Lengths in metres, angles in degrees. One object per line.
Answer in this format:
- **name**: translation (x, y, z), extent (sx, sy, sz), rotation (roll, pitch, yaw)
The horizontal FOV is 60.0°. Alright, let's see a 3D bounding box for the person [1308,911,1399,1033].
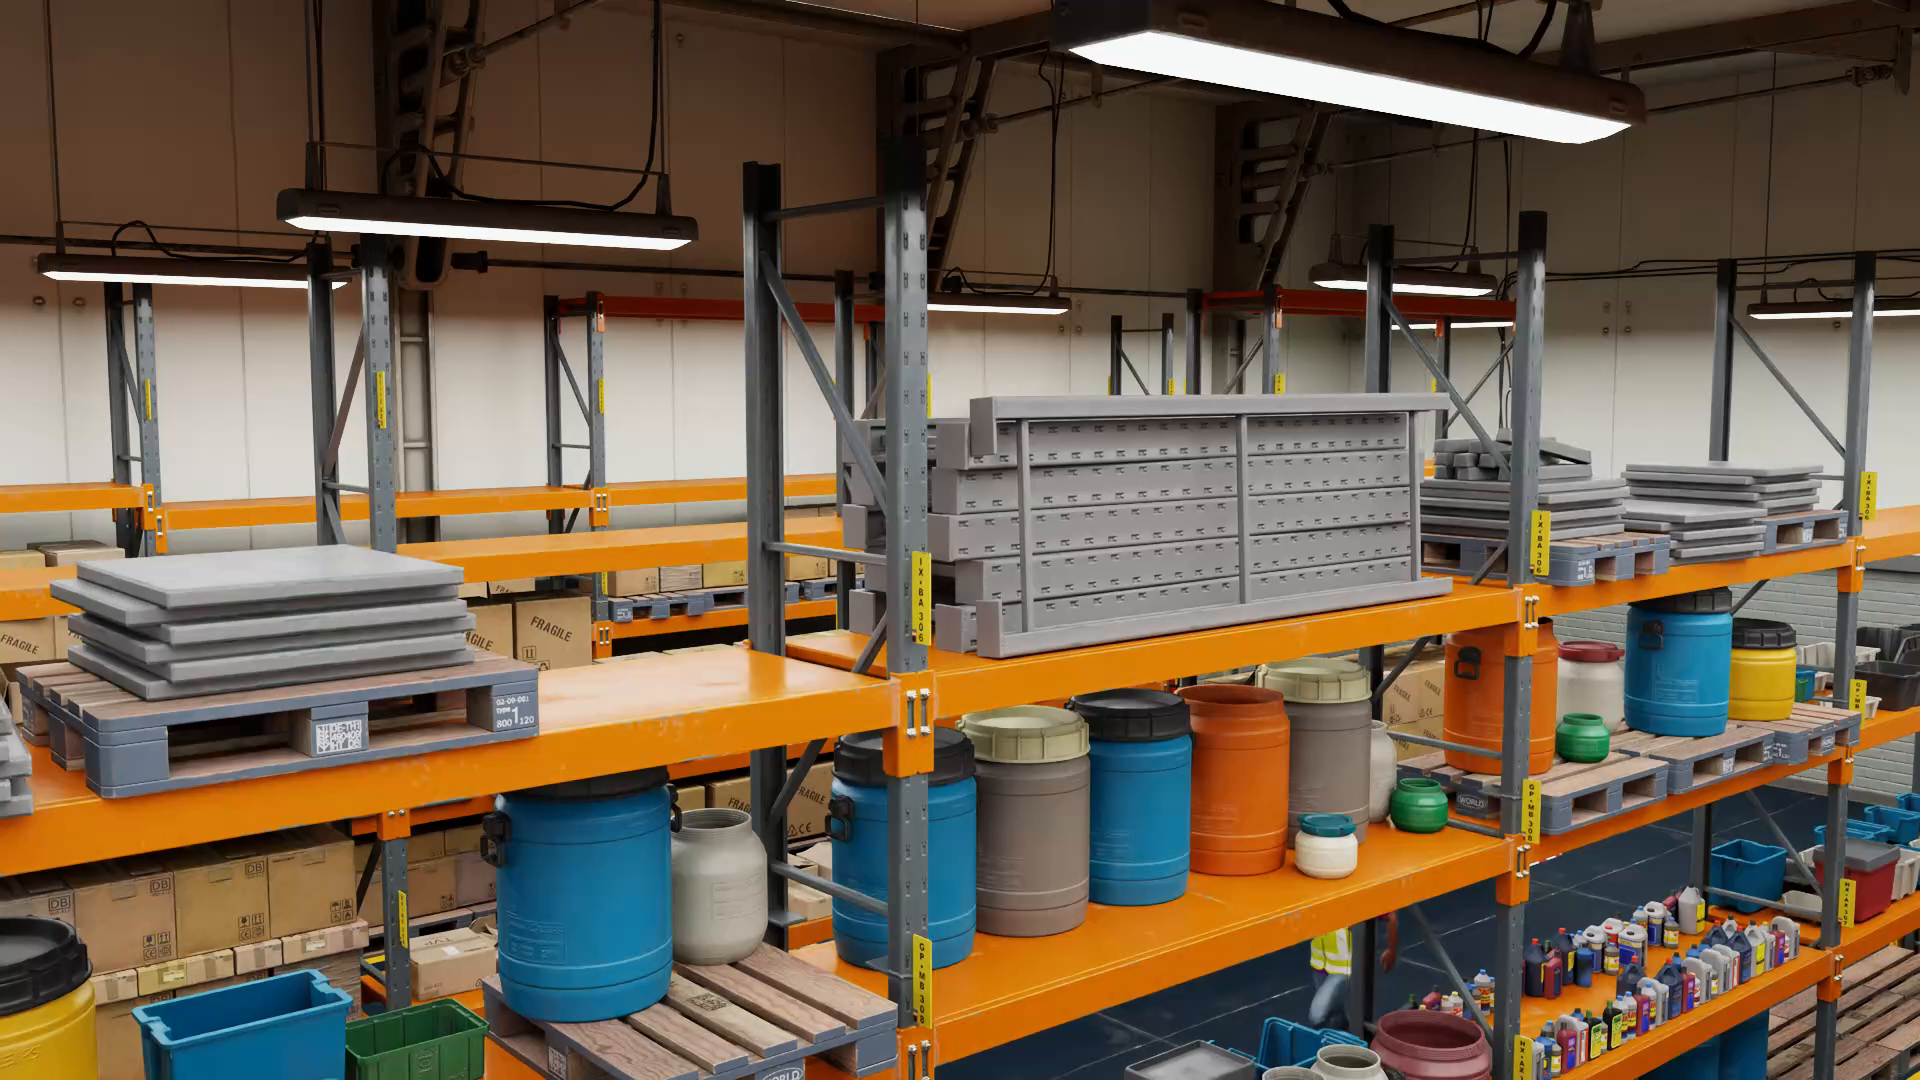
- **person**: translation (2.727, 3.127, 12.067), extent (0.793, 1.733, 0.735), rotation (-4, 7, -37)
